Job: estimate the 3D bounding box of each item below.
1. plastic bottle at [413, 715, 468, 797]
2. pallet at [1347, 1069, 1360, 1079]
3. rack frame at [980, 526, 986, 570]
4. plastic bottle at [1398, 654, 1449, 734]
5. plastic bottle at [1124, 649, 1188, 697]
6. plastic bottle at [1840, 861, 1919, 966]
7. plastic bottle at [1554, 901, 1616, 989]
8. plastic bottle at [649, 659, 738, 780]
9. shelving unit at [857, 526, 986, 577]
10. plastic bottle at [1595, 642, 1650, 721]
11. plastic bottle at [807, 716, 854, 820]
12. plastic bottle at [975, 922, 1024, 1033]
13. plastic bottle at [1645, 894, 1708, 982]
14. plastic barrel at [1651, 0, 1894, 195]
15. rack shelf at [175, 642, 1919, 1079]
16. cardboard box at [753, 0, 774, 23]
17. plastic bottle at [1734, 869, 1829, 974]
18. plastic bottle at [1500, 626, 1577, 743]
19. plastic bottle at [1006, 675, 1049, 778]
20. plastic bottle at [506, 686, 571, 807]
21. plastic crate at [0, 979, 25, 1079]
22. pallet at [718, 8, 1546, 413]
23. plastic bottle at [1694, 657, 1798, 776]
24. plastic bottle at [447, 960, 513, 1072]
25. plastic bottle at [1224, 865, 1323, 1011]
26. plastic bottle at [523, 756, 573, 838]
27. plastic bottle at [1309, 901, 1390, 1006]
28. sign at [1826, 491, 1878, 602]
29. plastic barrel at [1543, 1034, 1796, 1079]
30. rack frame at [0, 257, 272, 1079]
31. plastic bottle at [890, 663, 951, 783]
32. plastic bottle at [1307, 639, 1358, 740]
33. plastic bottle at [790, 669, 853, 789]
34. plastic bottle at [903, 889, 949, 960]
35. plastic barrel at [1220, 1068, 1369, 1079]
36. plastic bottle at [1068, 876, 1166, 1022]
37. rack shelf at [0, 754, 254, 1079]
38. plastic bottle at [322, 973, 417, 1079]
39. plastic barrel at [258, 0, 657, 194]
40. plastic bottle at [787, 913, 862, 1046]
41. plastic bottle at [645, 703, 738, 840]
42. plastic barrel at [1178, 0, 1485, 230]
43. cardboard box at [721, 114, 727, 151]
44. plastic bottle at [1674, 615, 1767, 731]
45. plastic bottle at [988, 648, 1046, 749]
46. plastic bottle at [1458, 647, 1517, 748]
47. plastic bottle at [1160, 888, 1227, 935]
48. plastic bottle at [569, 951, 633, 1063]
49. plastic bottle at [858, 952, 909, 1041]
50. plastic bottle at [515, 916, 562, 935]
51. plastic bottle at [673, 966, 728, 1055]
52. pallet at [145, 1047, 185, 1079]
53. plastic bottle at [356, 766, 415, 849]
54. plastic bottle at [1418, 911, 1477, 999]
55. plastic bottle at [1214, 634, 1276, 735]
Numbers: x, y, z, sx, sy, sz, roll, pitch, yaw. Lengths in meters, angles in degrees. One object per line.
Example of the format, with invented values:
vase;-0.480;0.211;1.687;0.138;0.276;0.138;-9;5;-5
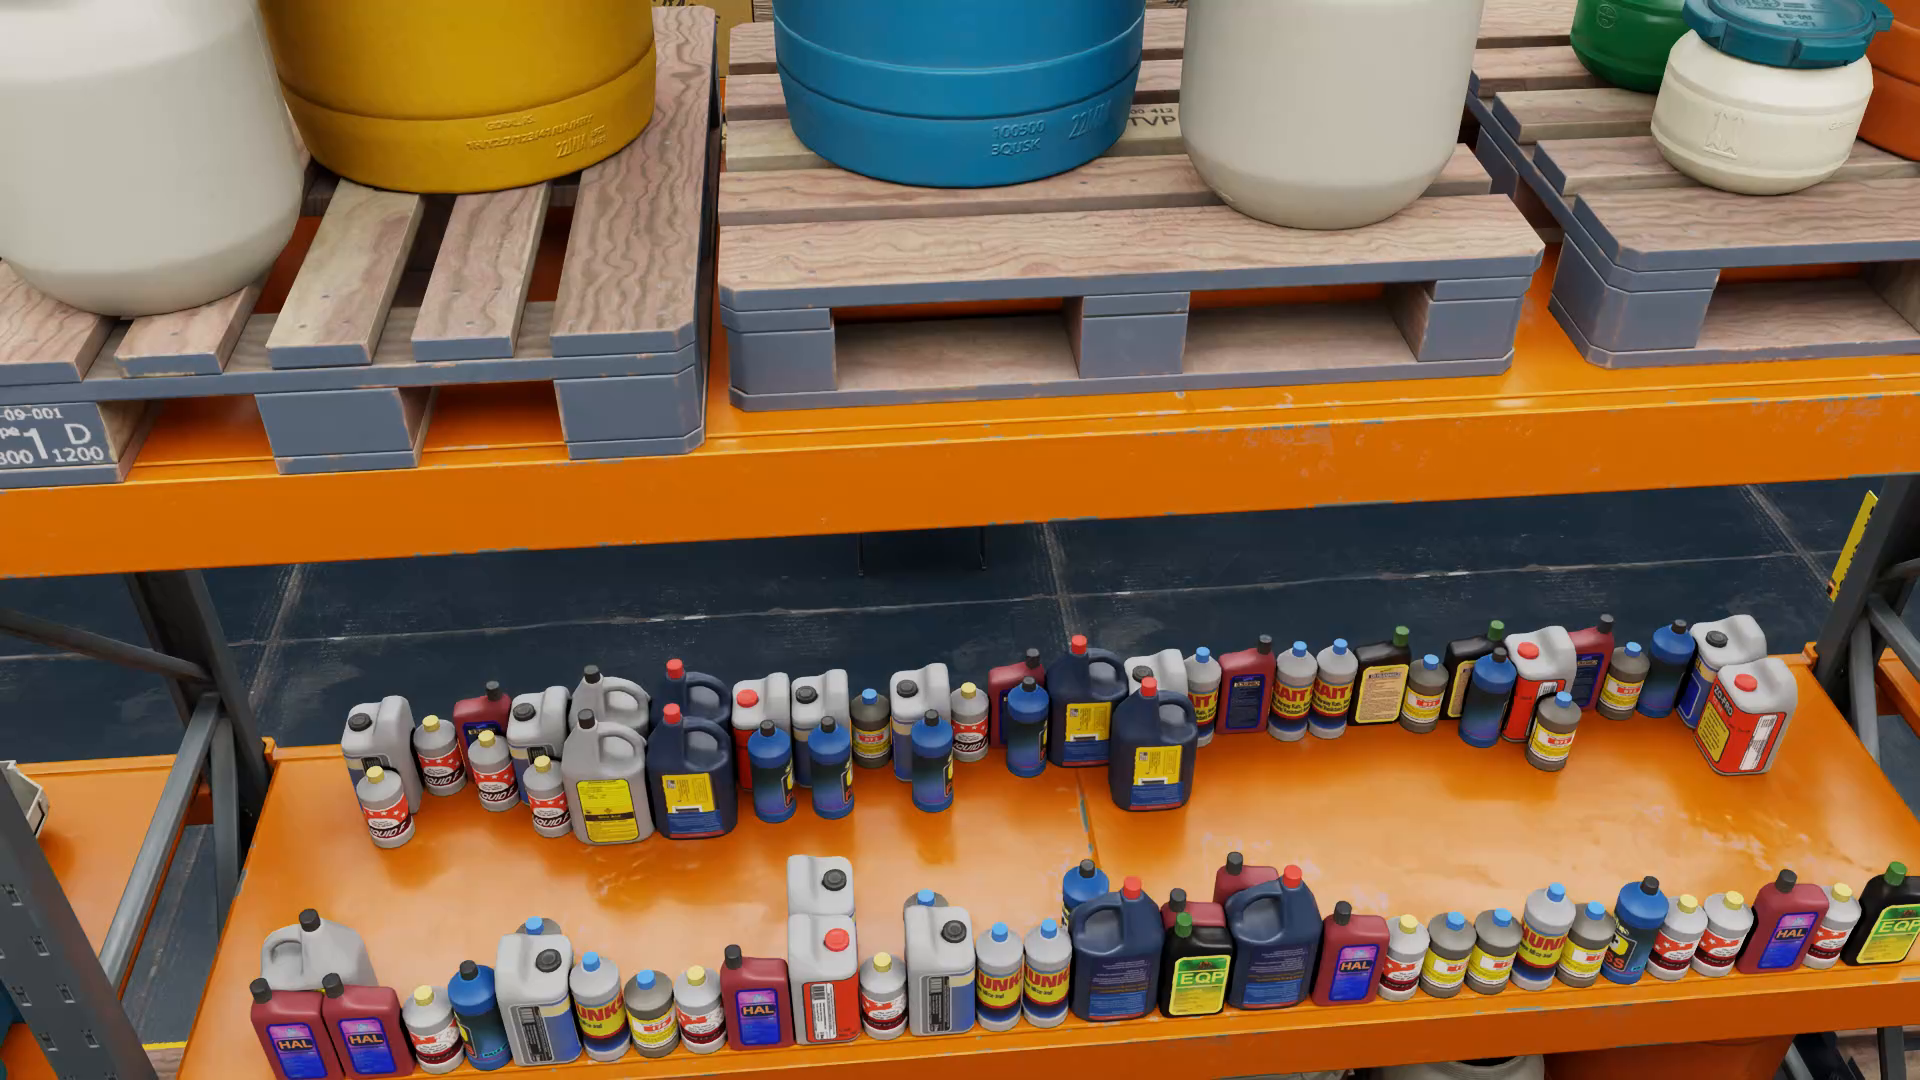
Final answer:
plastic bottle;-1.211;0.492;3.865;0.097;0.201;0.097;0;38;0
pallet;1.514;1.603;4.549;1.213;0.211;1.003;-3;38;-4
rack frame;0.078;-0.829;6.105;0.015;2.100;0.400;-3;38;-4
plastic bottle;1.125;0.363;4.028;0.097;0.201;0.097;0;38;0
plastic bottle;0.455;0.388;3.937;0.135;0.276;0.152;-3;38;-4
plastic bottle;1.931;0.770;3.447;0.133;0.283;0.061;-3;38;-4
plastic bottle;1.294;0.826;3.442;0.097;0.201;0.097;0;38;0
plastic bottle;-0.618;0.415;3.842;0.185;0.351;0.144;-3;38;-4
shelving unit;-0.165;-0.815;6.088;0.503;2.100;0.431;-3;38;-4
plastic bottle;1.621;0.336;4.063;0.097;0.201;0.097;0;38;0
plastic bottle;-0.295;0.509;3.788;0.097;0.271;0.097;0;38;0
plastic bottle;0.078;0.866;3.335;0.097;0.271;0.097;0;38;0
plastic bottle;1.487;0.815;3.455;0.097;0.201;0.097;0;38;0
plastic barrel;1.241;-0.700;2.567;0.301;0.262;0.301;0;38;0
rack shelf;0.304;0.831;3.856;4.000;0.370;1.077;-3;38;-4
cardboard box;-0.648;-2.363;7.243;0.500;0.500;0.500;-4;38;-5
plastic bottle;1.701;0.783;3.431;0.133;0.283;0.061;-3;38;-4
plastic bottle;1.375;0.337;4.001;0.135;0.276;0.152;-3;38;-4
plastic bottle;0.158;0.427;3.891;0.097;0.271;0.097;0;38;0
plastic bottle;-0.960;0.466;3.838;0.135;0.276;0.152;-3;38;-4
plastic crate;-2.123;0.877;3.181;0.575;0.384;0.392;-3;38;-4
pallet;0.213;-0.612;2.836;1.213;0.211;1.003;-3;38;-4
plastic bottle;1.850;0.406;3.914;0.135;0.276;0.152;-3;38;-4
plastic bottle;-0.942;0.922;3.264;0.097;0.271;0.097;0;38;0
plastic bottle;0.630;0.789;3.368;0.185;0.351;0.144;-3;38;-4
plastic bottle;-0.931;0.571;3.765;0.097;0.201;0.097;0;38;0
plastic bottle;0.792;0.833;3.367;0.133;0.283;0.061;-3;38;-4
sign;2.240;0.036;4.151;0.005;0.325;0.100;-3;38;-4
plastic barrel;1.810;1.163;4.267;0.708;0.830;0.600;-3;38;-4
rack frame;-1.688;0.658;3.494;0.127;3.000;1.000;-3;38;-4
plastic bottle;-0.093;0.418;3.899;0.135;0.276;0.152;-3;38;-4
plastic bottle;0.895;0.349;3.991;0.097;0.271;0.097;0;38;0
plastic bottle;-0.324;0.431;3.882;0.135;0.276;0.152;-3;38;-4
plastic bottle;-0.070;0.807;3.467;0.097;0.201;0.097;0;38;0
plastic barrel;0.685;1.320;4.263;0.708;0.588;0.600;-3;38;-4
plastic bottle;0.313;0.807;3.346;0.185;0.351;0.144;-3;38;-4
rack shelf;-3.680;1.050;3.578;4.000;0.370;1.077;-3;38;-4
plastic bottle;-1.152;0.940;3.231;0.133;0.283;0.061;-3;38;-4
plastic barrel;-0.797;-0.933;2.599;0.600;0.588;0.600;0;38;0
plastic bottle;-0.271;0.866;3.331;0.135;0.276;0.152;-3;38;-4
plastic bottle;-0.605;0.504;3.729;0.185;0.351;0.144;-3;38;-4
plastic barrel;0.543;-0.767;2.430;0.433;0.535;0.433;0;38;0
cardboard box;-1.491;-1.776;7.955;0.875;0.875;1.225;-3;38;-4
plastic bottle;1.836;0.312;4.033;0.135;0.276;0.152;-3;38;-4
plastic bottle;0.133;0.374;3.948;0.133;0.283;0.061;-3;38;-4
plastic bottle;1.263;0.366;3.968;0.097;0.271;0.097;0;38;0
plastic bottle;0.470;0.813;3.393;0.133;0.283;0.061;-3;38;-4
plastic bottle;-0.711;0.909;3.280;0.097;0.271;0.097;0;38;0
plastic bottle;-0.153;0.906;3.341;0.097;0.201;0.097;0;38;0
plastic bottle;-0.859;0.850;3.412;0.097;0.201;0.097;0;38;0
plastic bottle;-0.517;0.926;3.315;0.097;0.201;0.097;0;38;0
pallet;-2.417;1.817;4.276;1.213;0.211;1.003;-3;38;-4
plastic bottle;-1.295;0.591;3.740;0.097;0.201;0.097;0;38;0
plastic bottle;1.003;0.842;3.422;0.097;0.201;0.097;0;38;0
plastic bottle;0.681;0.344;3.986;0.133;0.283;0.061;-3;38;-4
